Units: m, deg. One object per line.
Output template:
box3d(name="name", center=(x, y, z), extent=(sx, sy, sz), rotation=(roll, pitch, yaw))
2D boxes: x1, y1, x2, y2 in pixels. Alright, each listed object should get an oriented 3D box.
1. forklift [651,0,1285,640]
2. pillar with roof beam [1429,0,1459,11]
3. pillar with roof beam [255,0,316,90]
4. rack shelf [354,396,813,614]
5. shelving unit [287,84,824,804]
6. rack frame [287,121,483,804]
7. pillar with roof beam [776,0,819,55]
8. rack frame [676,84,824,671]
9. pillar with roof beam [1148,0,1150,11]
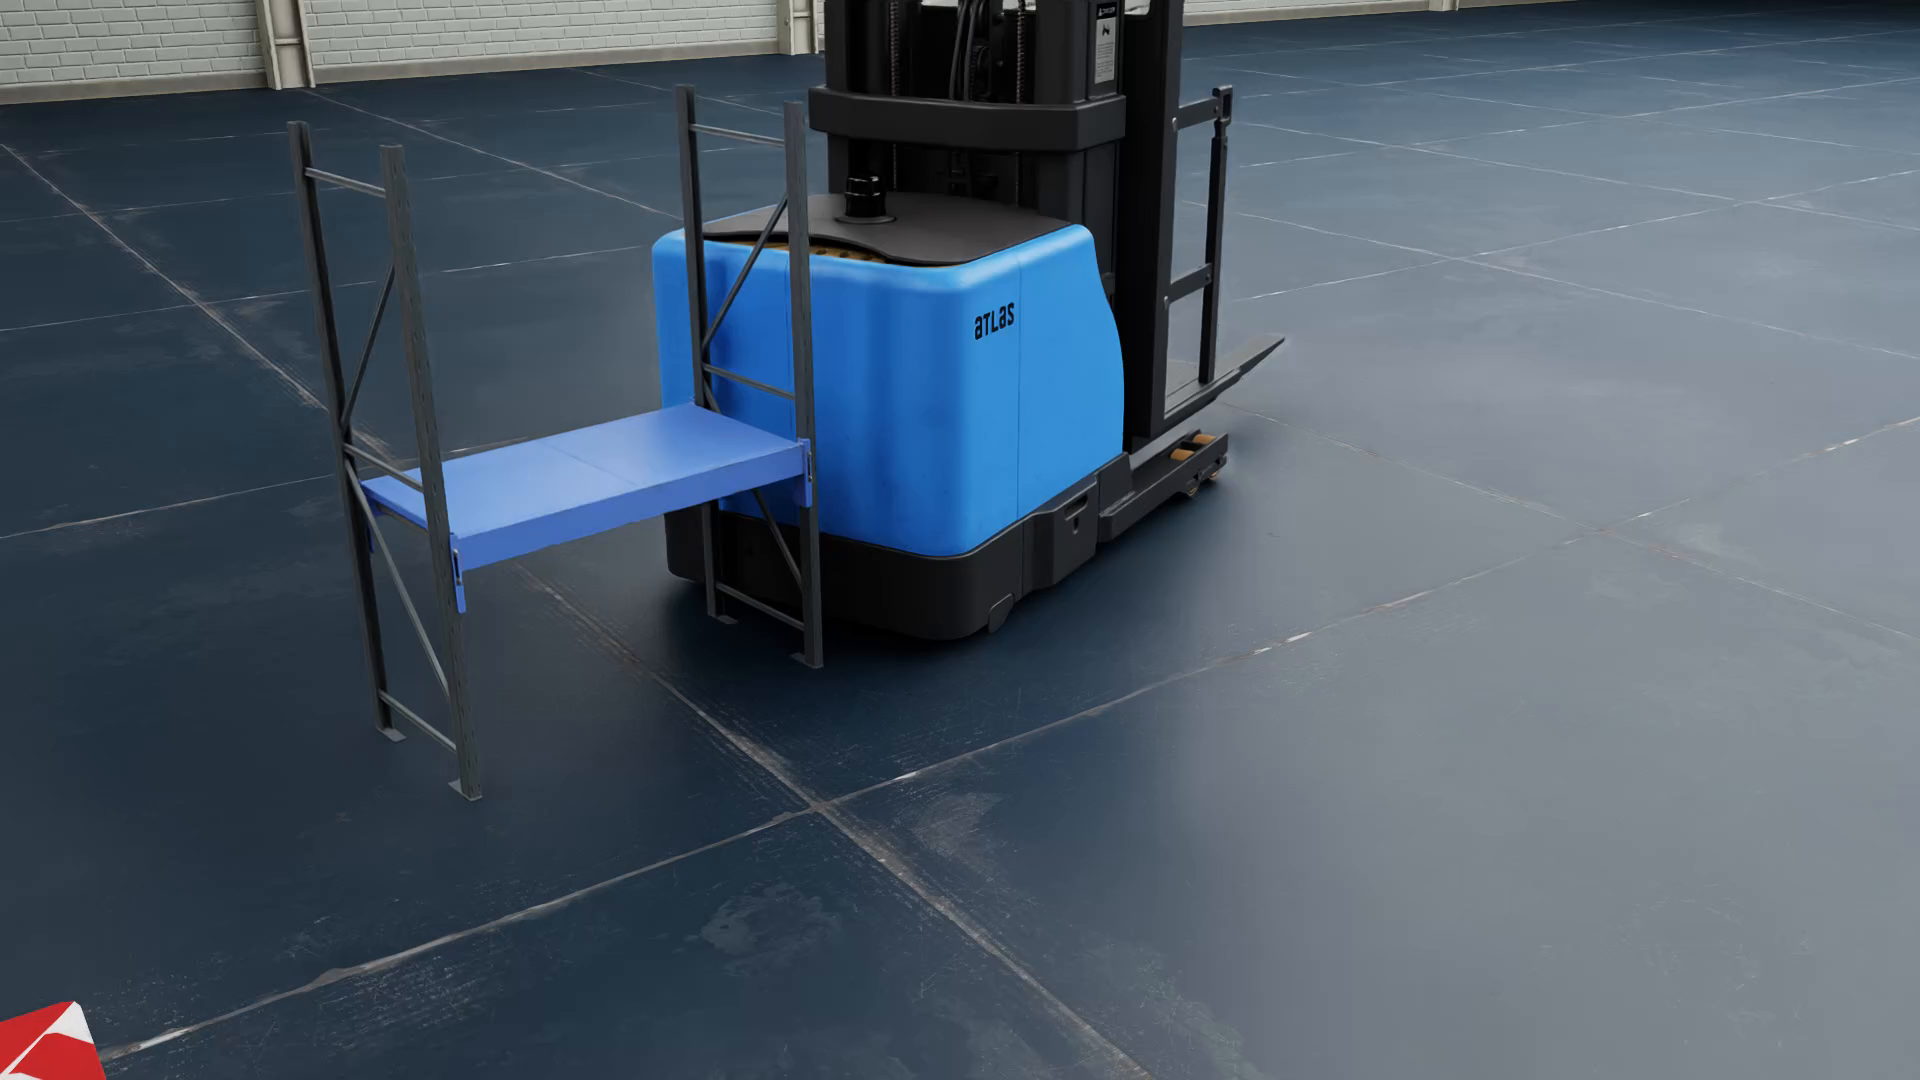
box3d(name="forklift", center=(0.301, -1.589, 5.423), extent=(1.130, 2.935, 3.031), rotation=(12, 25, 28))
box3d(name="pillar with roof beam", center=(10.286, -11.418, 21.869), extent=(0.400, 9.000, 9.100), rotation=(-15, 26, -33))
box3d(name="pillar with roof beam", center=(-4.325, -7.522, 12.105), extent=(0.400, 9.000, 9.100), rotation=(-15, 26, -33))
box3d(name="rack shelf", center=(-0.924, -0.117, 4.152), extent=(1.000, 0.185, 0.538), rotation=(-19, 29, -39))
box3d(name="shelving unit", center=(-0.924, -0.284, 4.085), extent=(1.048, 1.500, 0.538), rotation=(-19, 29, -39))
box3d(name="rack frame", center=(-1.295, -0.155, 3.762), extent=(0.032, 1.500, 0.500), rotation=(-19, 29, -39))
box3d(name="pillar with roof beam", center=(0.545, -8.821, 15.360), extent=(0.400, 9.000, 9.100), rotation=(-15, 26, -33))
box3d(name="rack frame", center=(-0.553, -0.413, 4.408), extent=(0.032, 1.500, 0.500), rotation=(-19, 29, -39))
box3d(name="pillar with roof beam", center=(5.416, -10.119, 18.614), extent=(0.400, 9.000, 9.100), rotation=(-15, 26, -33))
